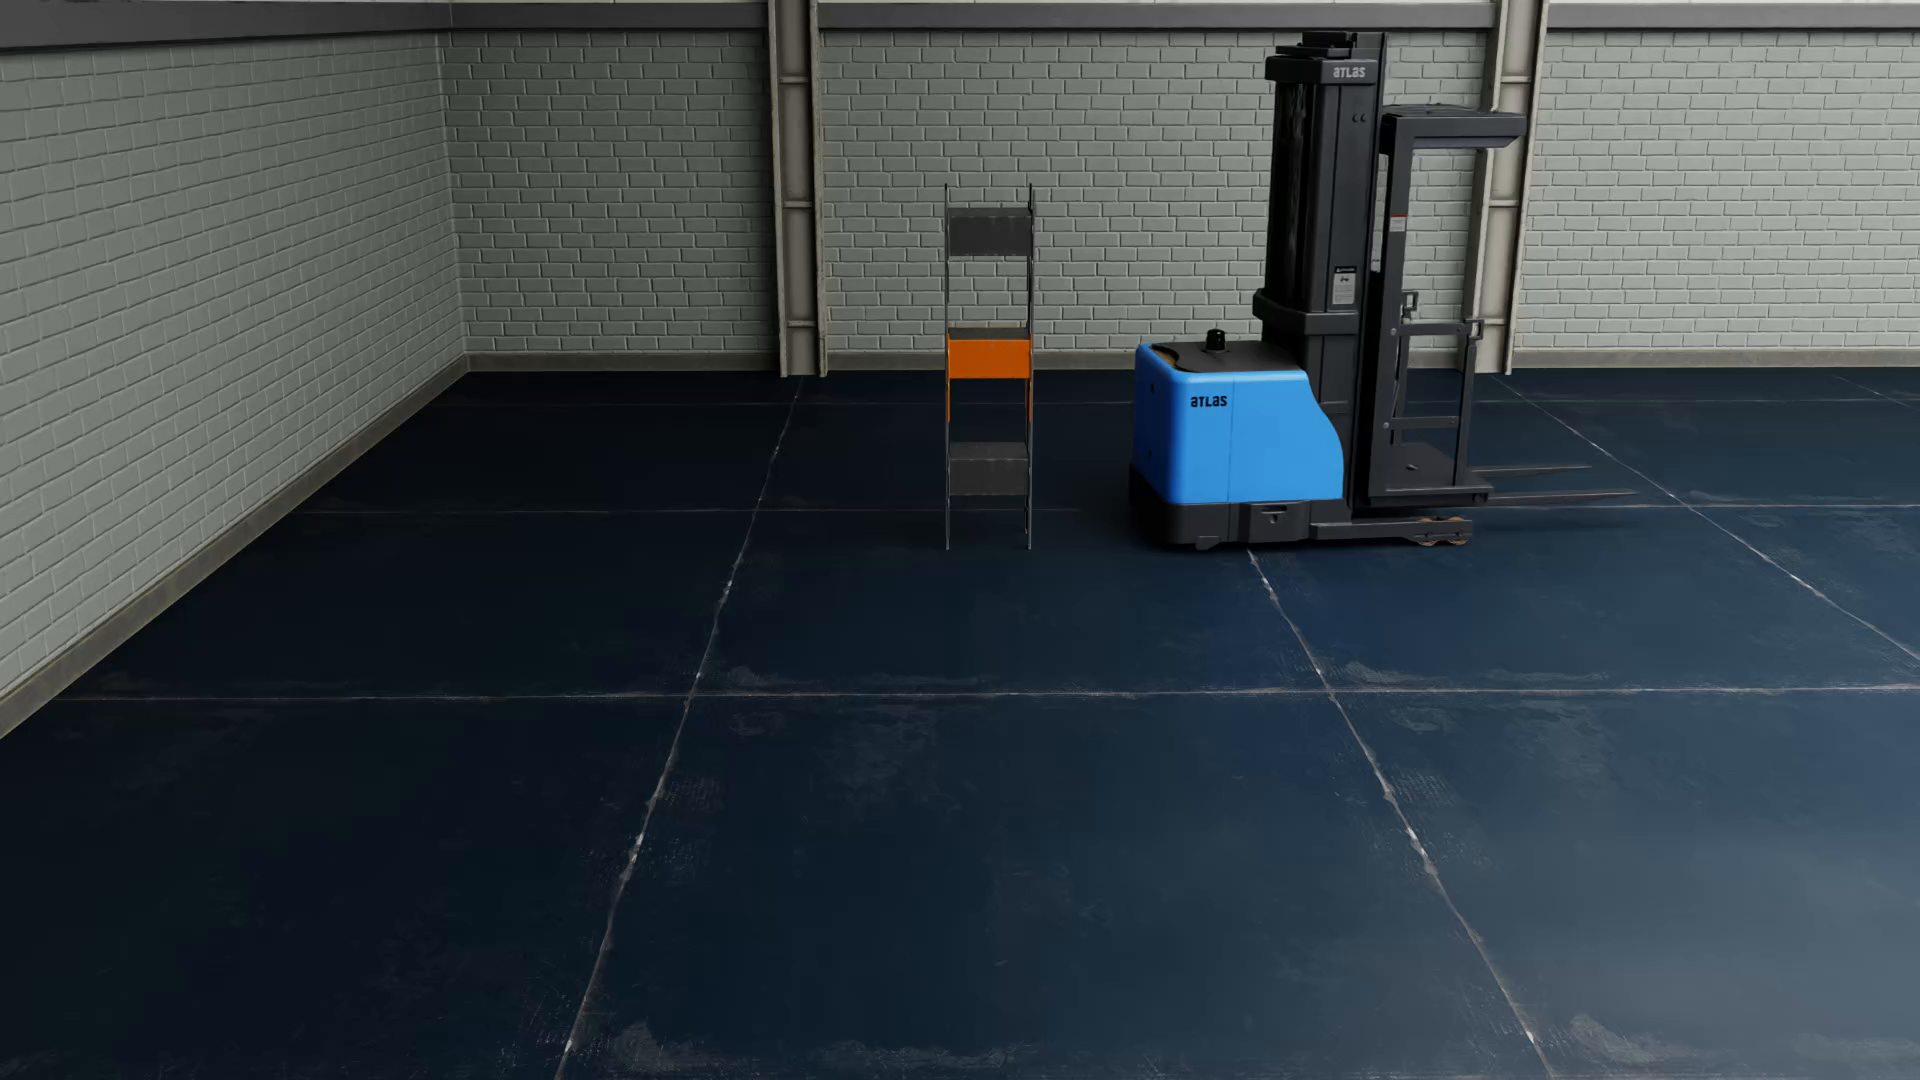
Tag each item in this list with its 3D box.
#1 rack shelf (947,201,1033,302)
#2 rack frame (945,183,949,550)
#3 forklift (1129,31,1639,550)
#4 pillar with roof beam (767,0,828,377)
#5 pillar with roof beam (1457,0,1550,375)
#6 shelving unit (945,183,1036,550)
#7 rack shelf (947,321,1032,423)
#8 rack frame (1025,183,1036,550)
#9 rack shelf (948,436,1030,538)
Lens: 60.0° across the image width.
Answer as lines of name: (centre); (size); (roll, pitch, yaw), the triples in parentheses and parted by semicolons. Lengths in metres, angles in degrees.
rack shelf: (0.166, -1.654, 9.520); (0.480, 0.518, 0.431); (0, 18, -1)
rack frame: (-0.078, -0.999, 9.726); (0.015, 2.100, 0.400); (0, 18, -1)
forklift: (2.635, -1.516, 9.976); (3.031, 2.935, 1.130); (-2, 18, -7)
pillar with roof beam: (-1.302, -4.436, 9.144); (0.400, 9.000, 9.100); (0, 18, -1)
pillar with roof beam: (4.697, -4.465, 9.234); (0.400, 9.000, 9.100); (0, 18, -1)
shelving unit: (0.166, -1.001, 9.729); (0.503, 2.100, 0.431); (0, 18, -1)
rack shelf: (0.166, -0.988, 9.733); (0.480, 0.518, 0.431); (0, 18, -1)
rack frame: (0.409, -1.002, 9.733); (0.015, 2.100, 0.400); (0, 18, -1)
rack shelf: (0.166, -0.321, 9.947); (0.480, 0.518, 0.431); (0, 18, -1)
